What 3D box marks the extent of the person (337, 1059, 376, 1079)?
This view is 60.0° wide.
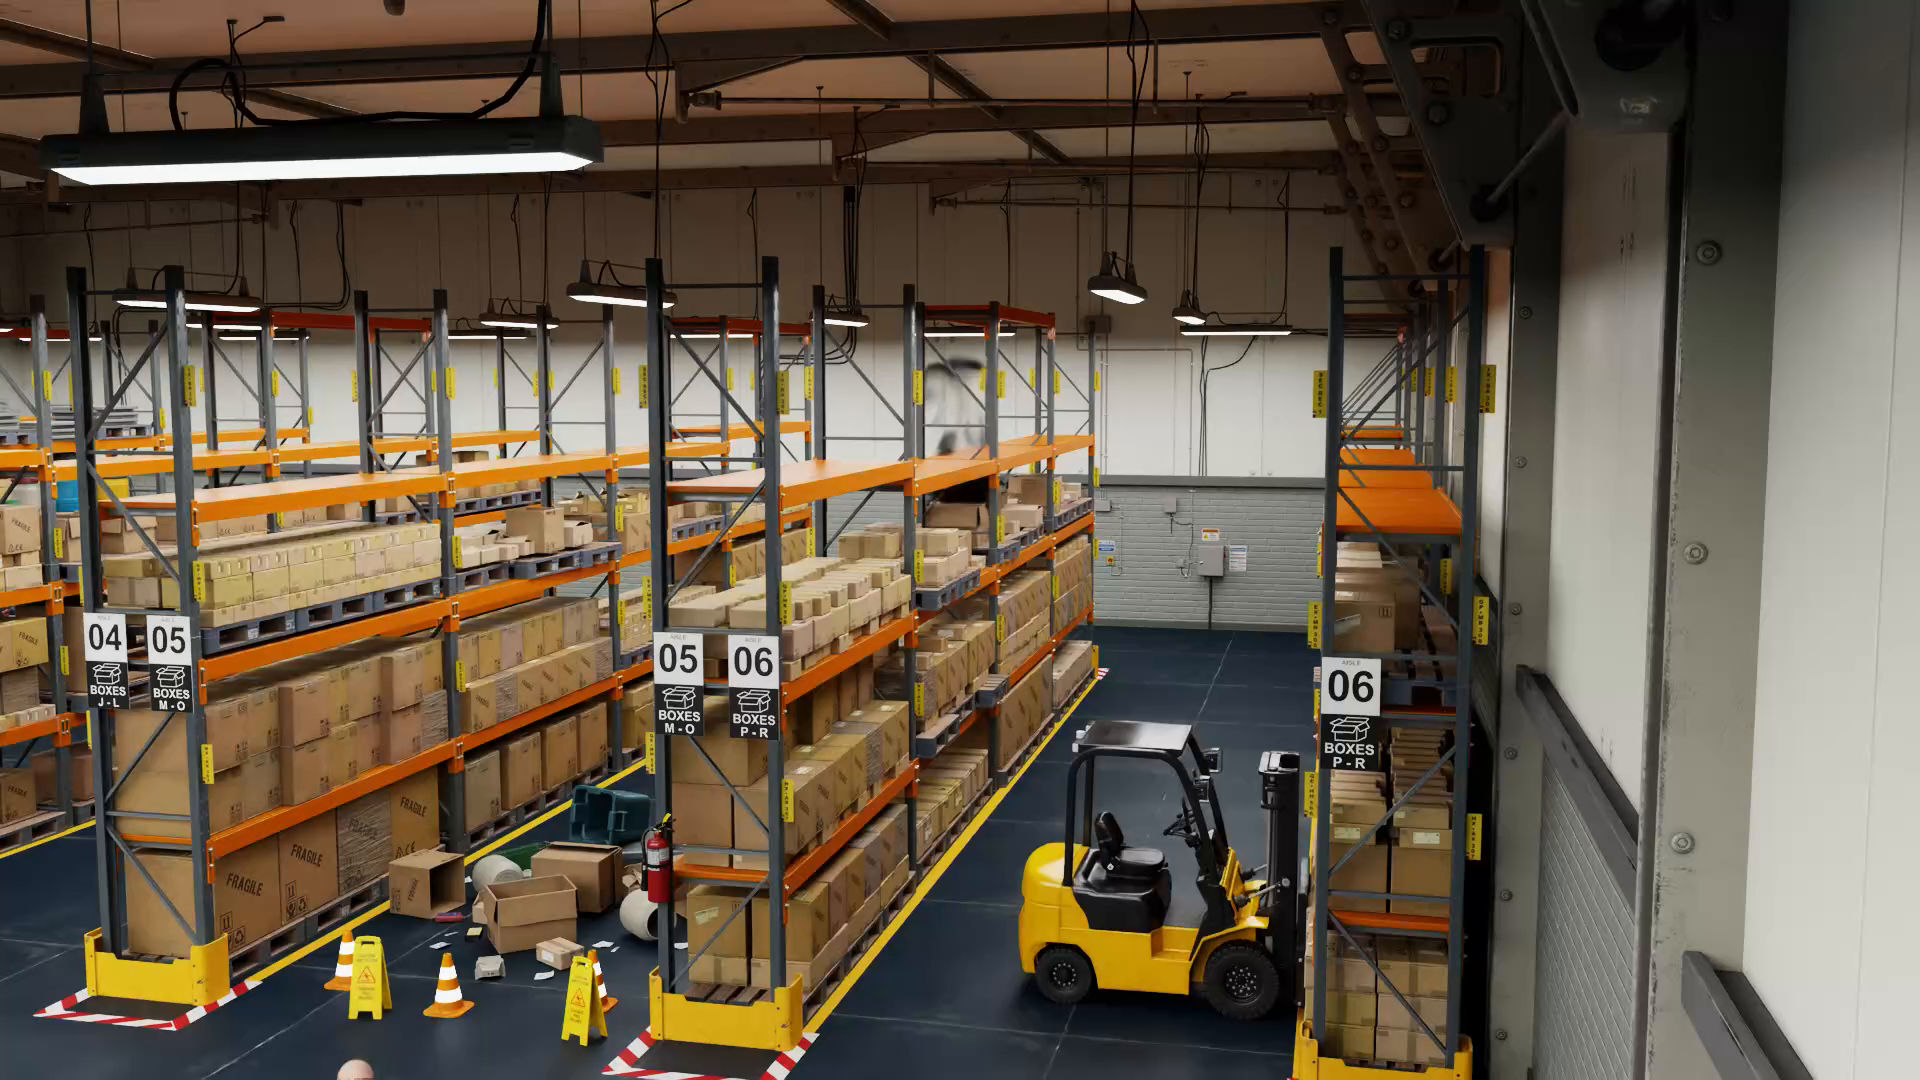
[{"bbox_3d":[-3.010,3.471,8.251,0.669,1.842,0.861,-3,6,-25],"label":"person"}]
